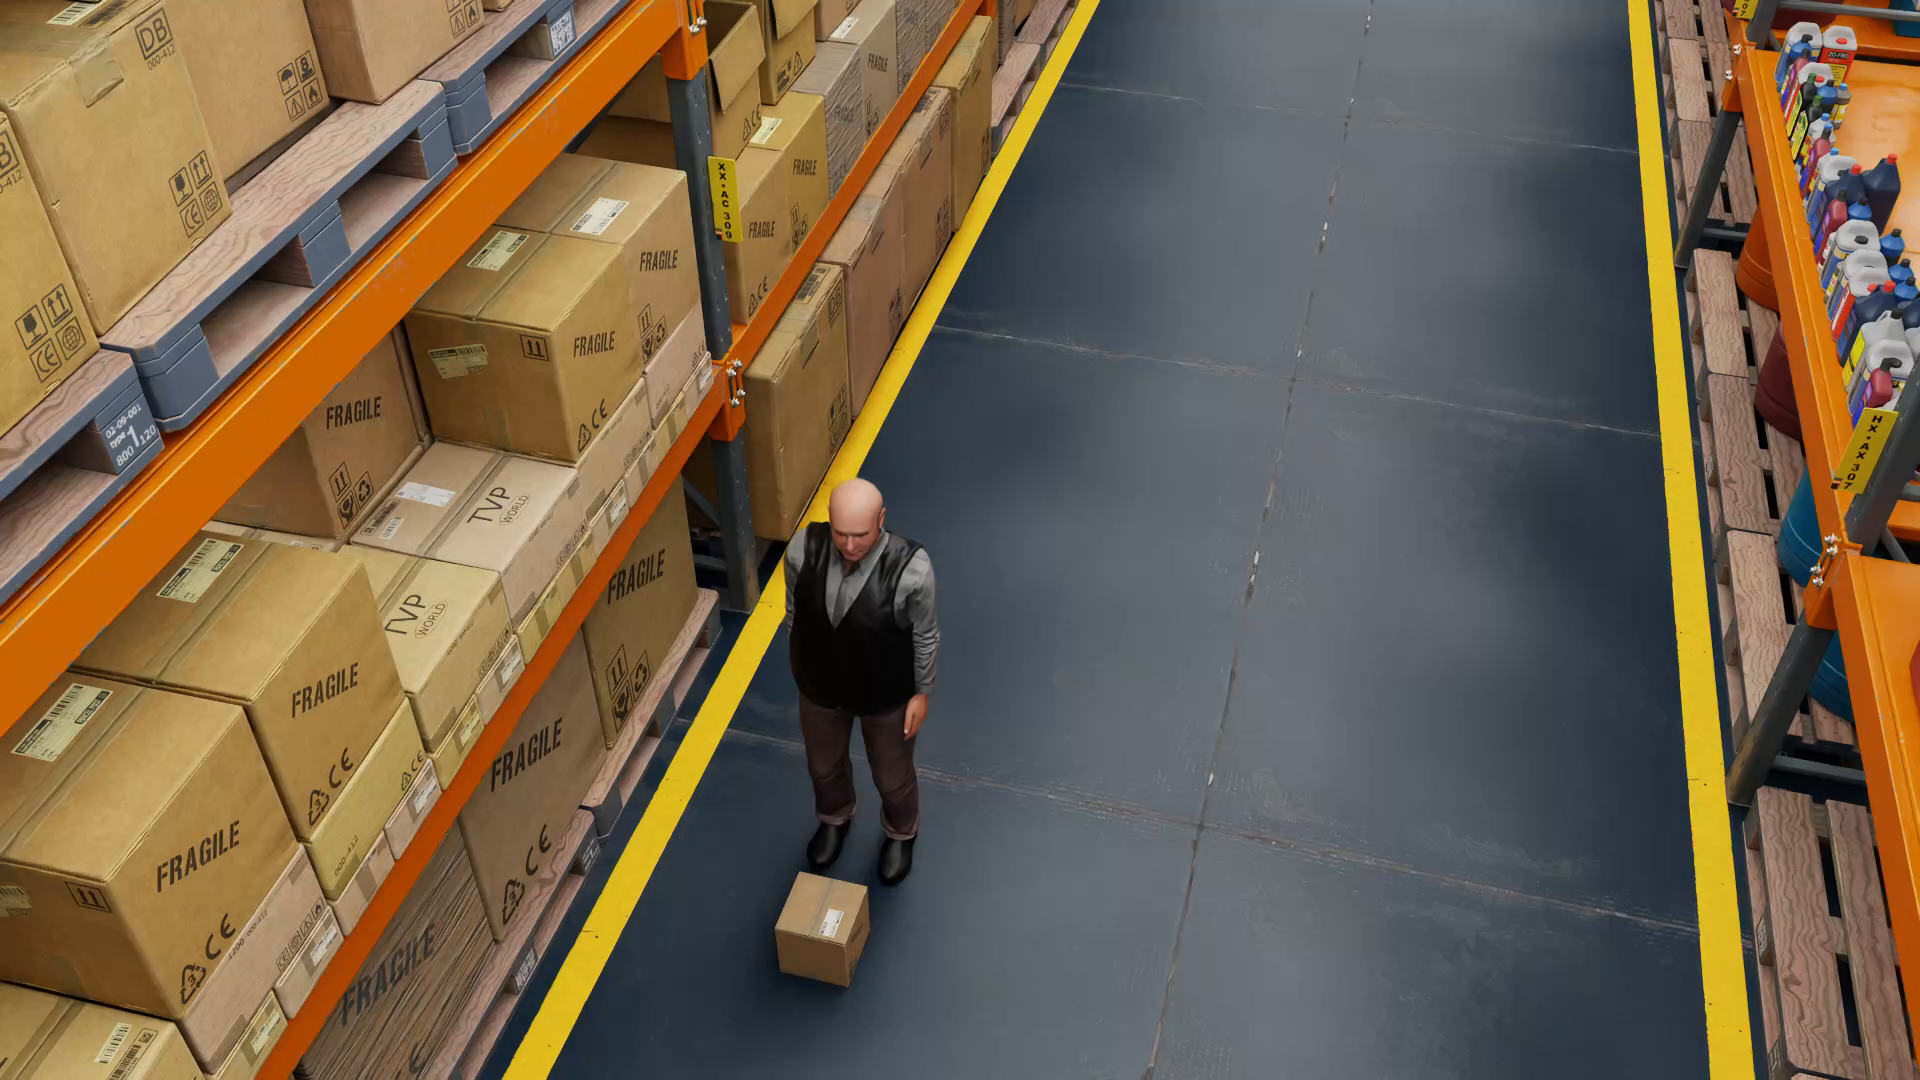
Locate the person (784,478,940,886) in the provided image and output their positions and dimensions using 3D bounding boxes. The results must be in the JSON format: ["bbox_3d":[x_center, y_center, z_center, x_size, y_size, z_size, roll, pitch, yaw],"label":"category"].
[{"bbox_3d":[-0.330,0.495,5.611,0.533,1.717,0.347,11,42,12],"label":"person"}]
